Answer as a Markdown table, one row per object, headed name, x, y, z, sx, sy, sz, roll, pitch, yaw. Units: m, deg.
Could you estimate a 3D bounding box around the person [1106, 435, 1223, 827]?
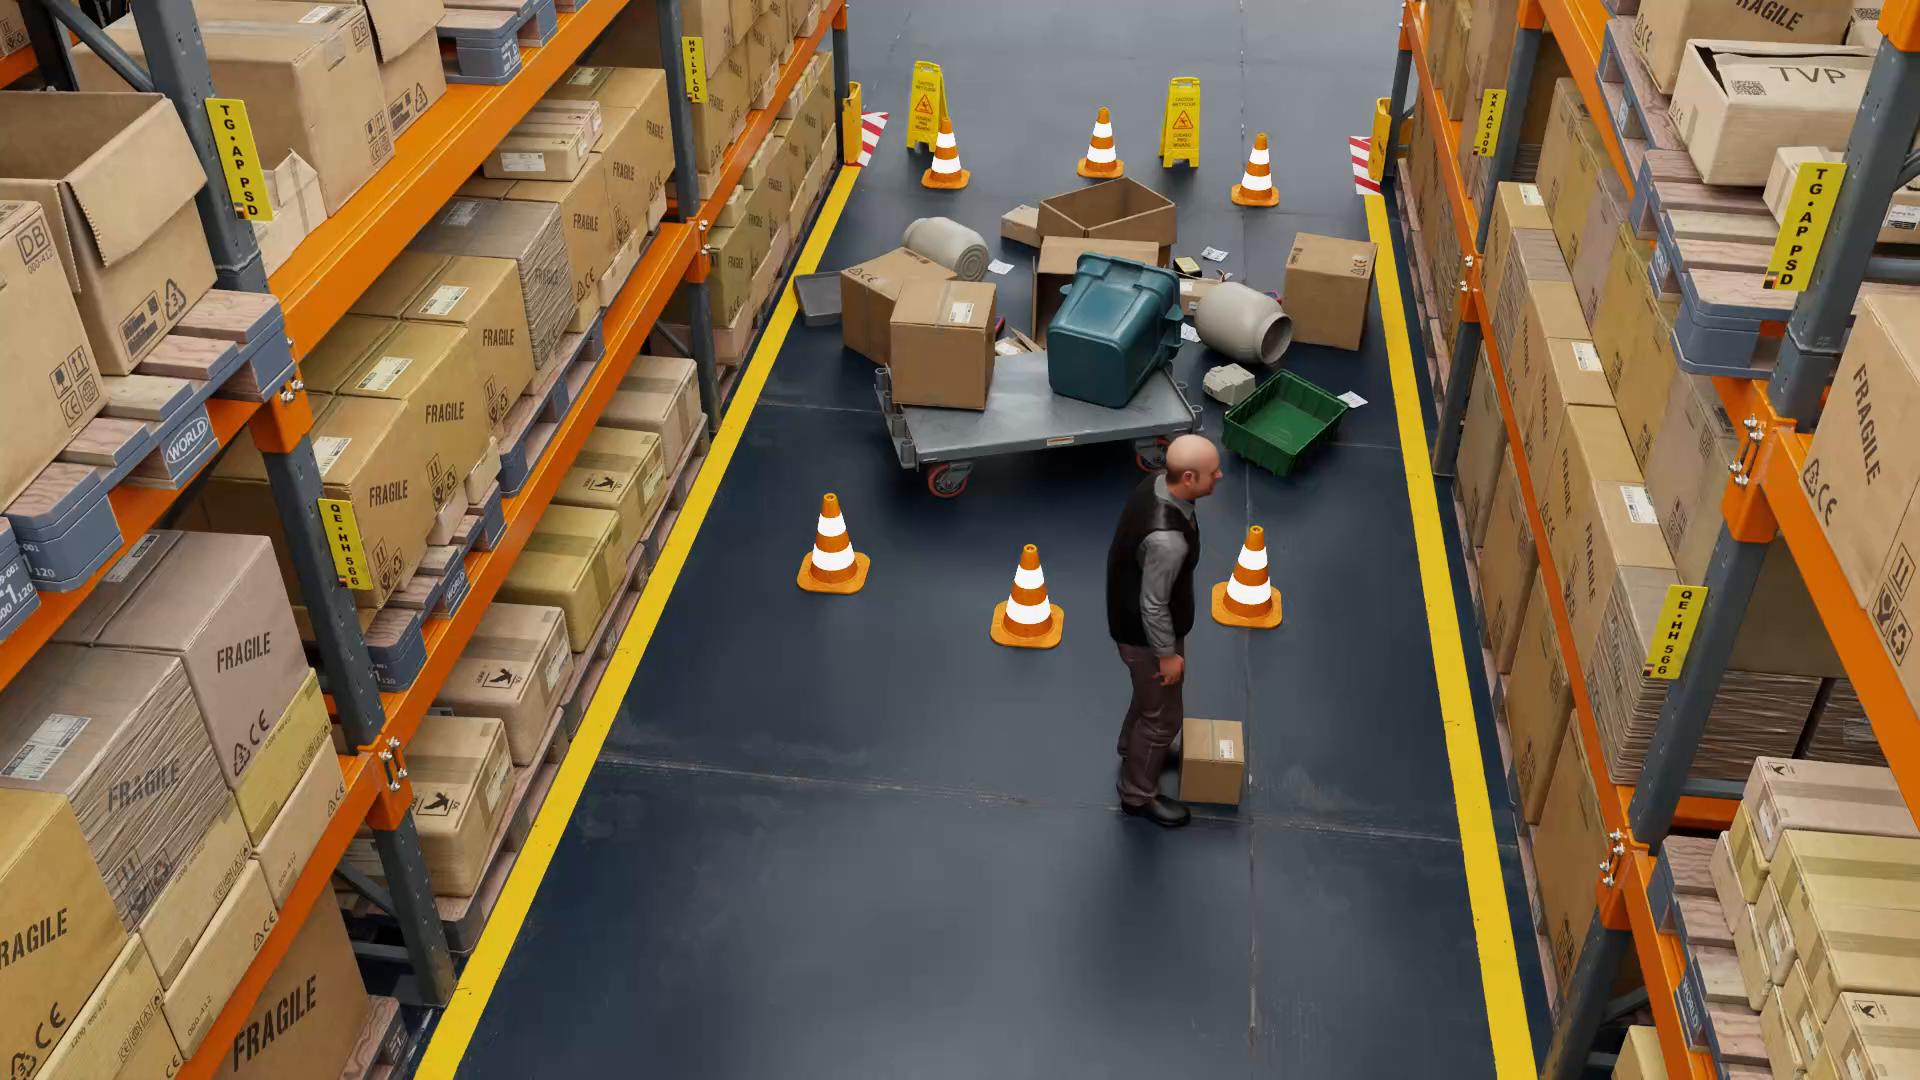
| name | x | y | z | sx | sy | sz | roll | pitch | yaw |
| --- | --- | --- | --- | --- | --- | --- | --- | --- | --- |
| person | 0.779 | 0.326 | 6.610 | 0.418 | 1.721 | 0.581 | 5 | 36 | 6 |
